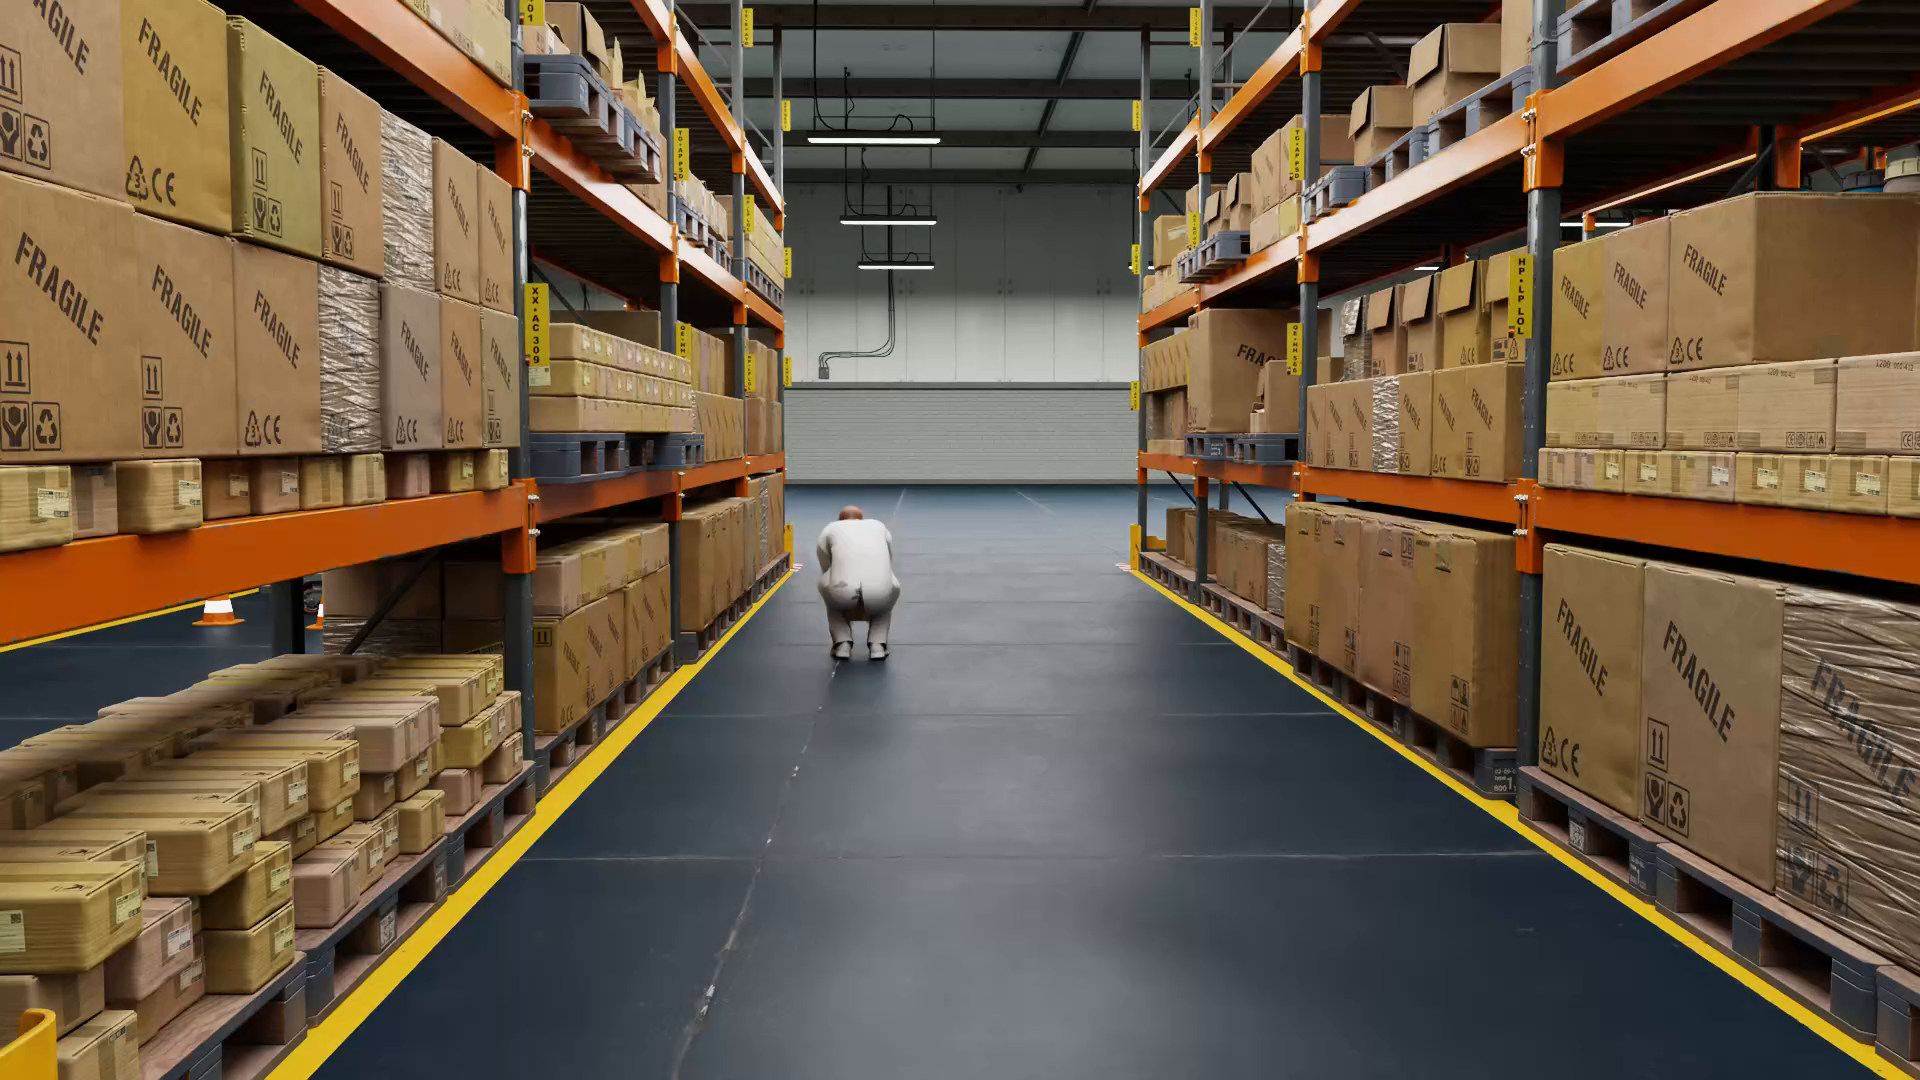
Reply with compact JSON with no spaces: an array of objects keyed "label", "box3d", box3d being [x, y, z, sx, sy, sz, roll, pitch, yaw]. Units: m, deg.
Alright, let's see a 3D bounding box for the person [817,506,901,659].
[{"label":"person","box3d":[-0.692,0.283,11.374,0.575,1.006,0.930,0,4,-4]}]
